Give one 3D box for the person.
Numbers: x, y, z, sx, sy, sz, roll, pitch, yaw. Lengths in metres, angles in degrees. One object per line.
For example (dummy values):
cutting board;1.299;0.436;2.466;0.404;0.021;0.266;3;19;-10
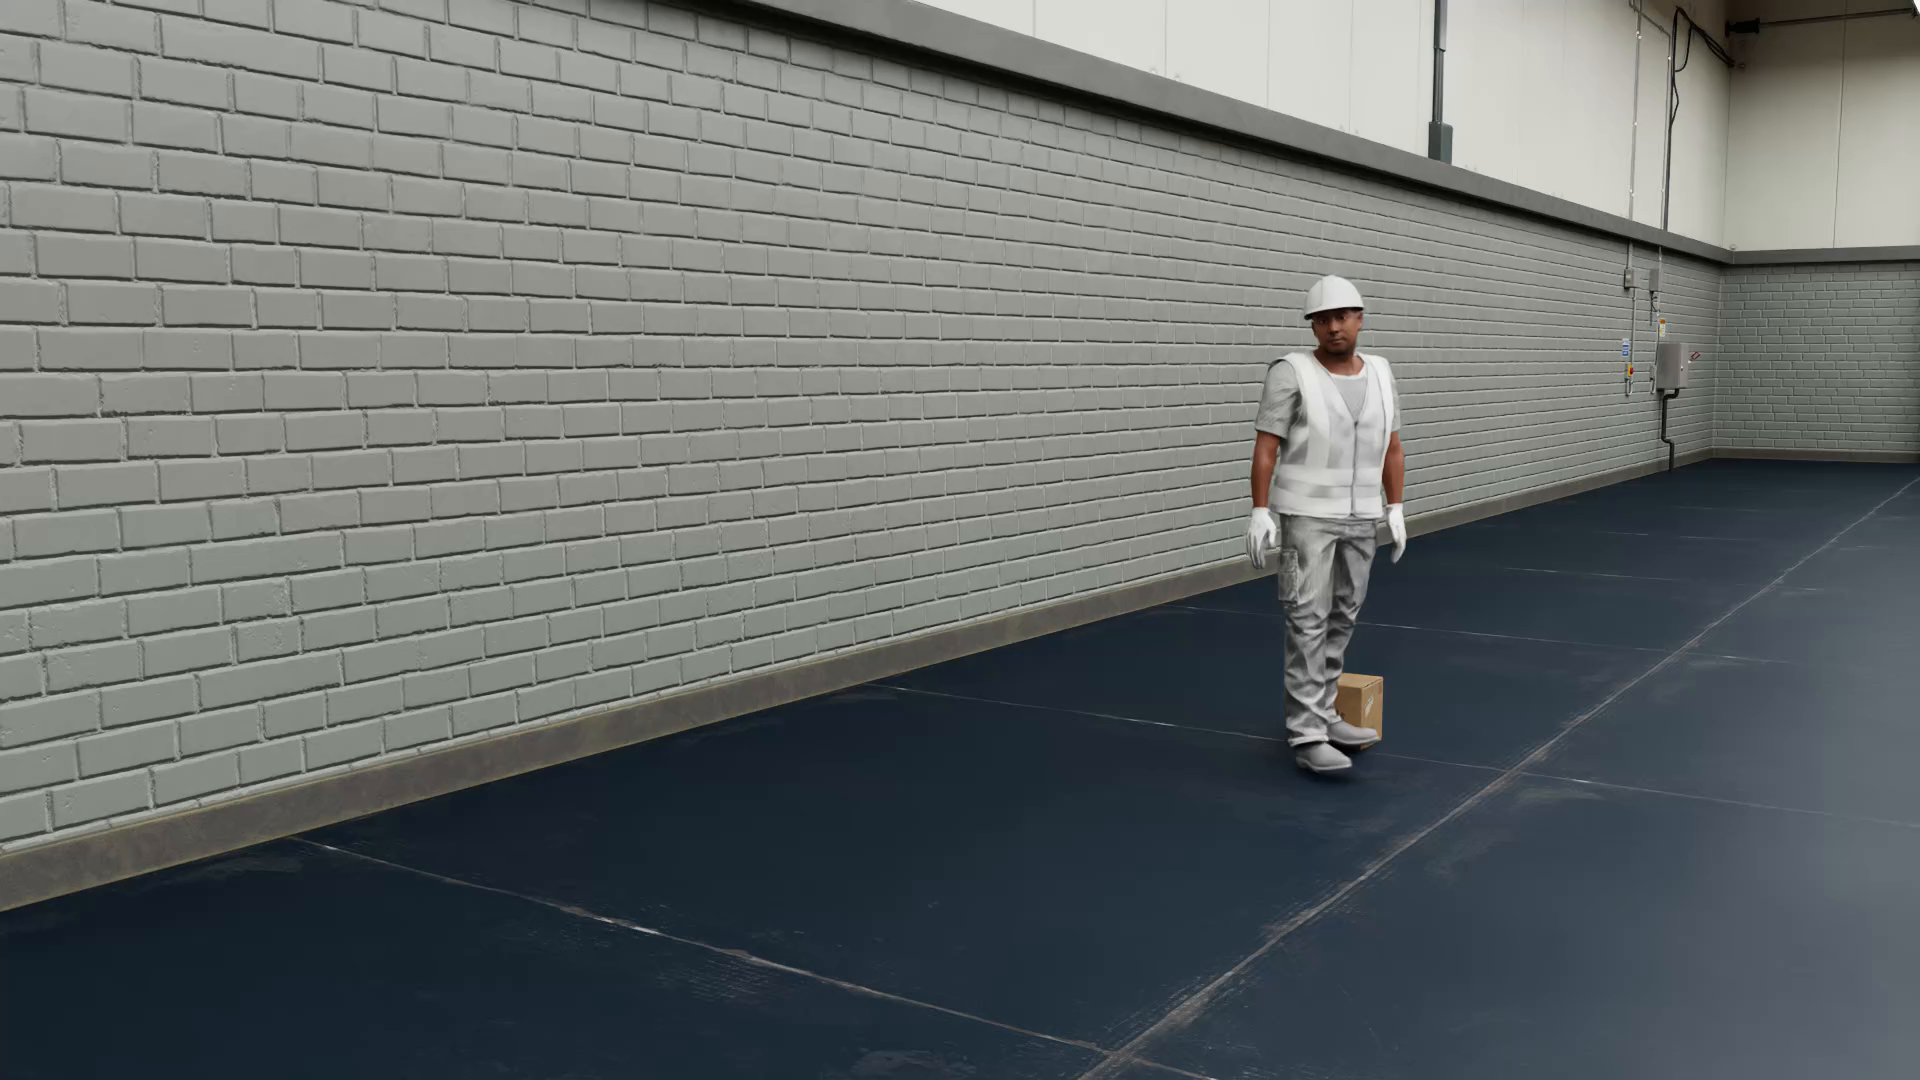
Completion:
person;1.355;-0.068;6.078;0.634;1.784;0.601;-3;7;-24
